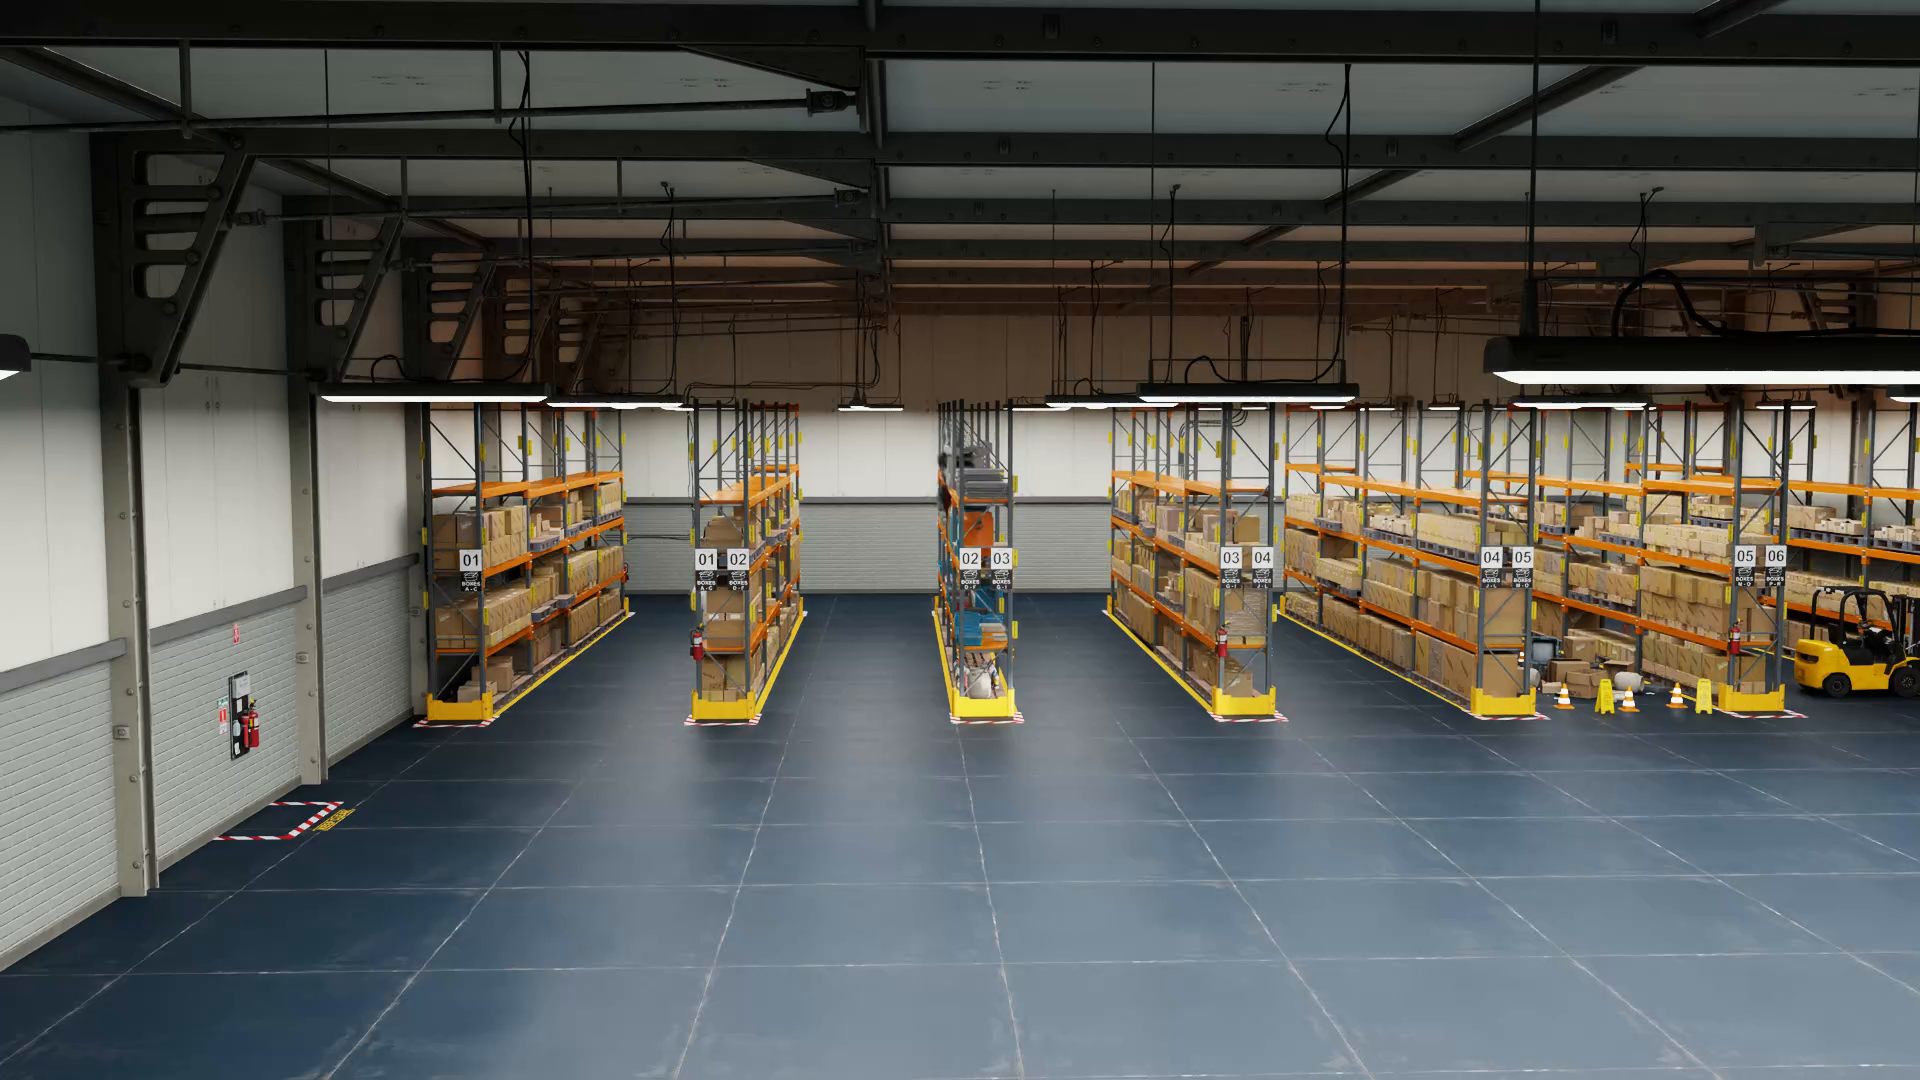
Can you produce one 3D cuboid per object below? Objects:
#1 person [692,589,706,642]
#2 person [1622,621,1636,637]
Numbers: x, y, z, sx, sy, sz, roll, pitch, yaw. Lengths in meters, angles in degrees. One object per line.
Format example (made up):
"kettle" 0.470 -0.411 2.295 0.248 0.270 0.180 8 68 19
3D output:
"person" -6.467 1.743 41.780 0.595 1.622 0.561 0 4 -6
"person" 16.480 1.812 40.638 0.554 1.684 0.675 0 4 -5
